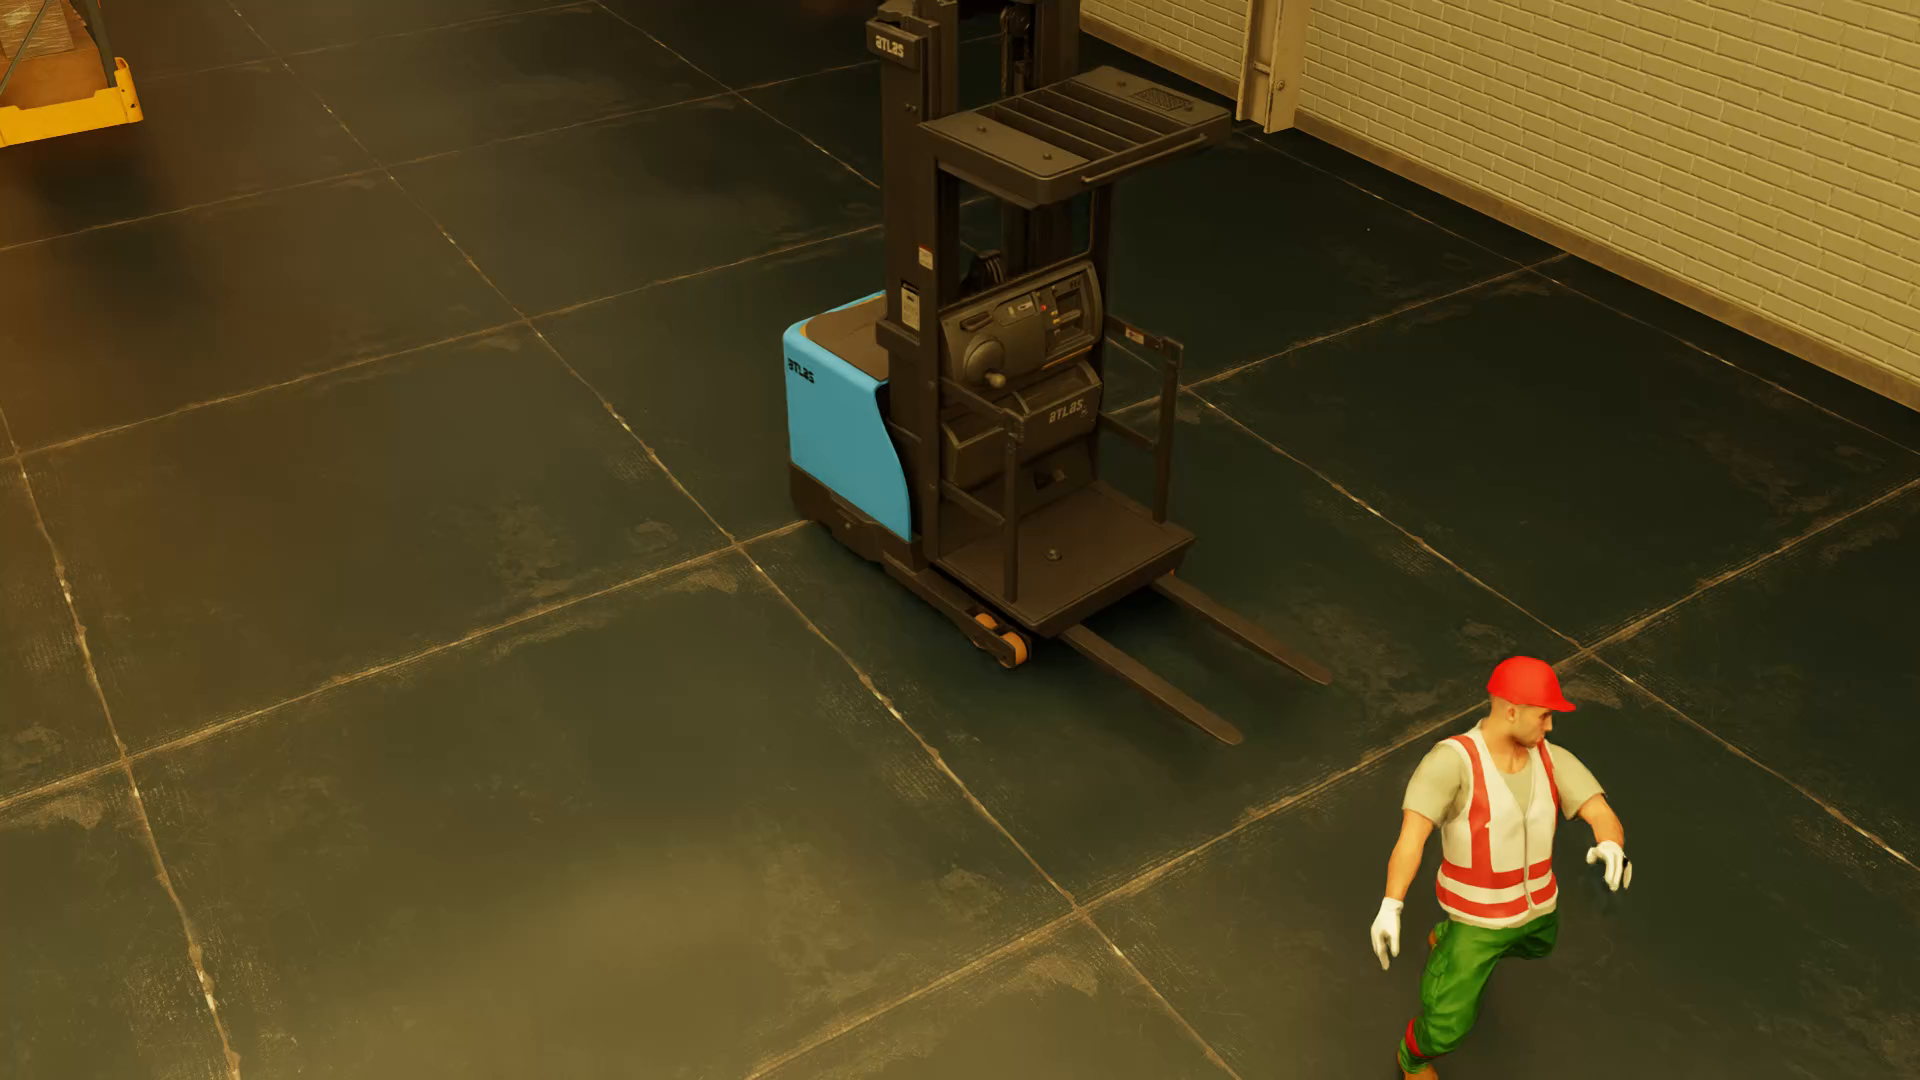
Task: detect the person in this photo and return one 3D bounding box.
[{"bbox_3d":[1.710,1.240,5.514,0.916,1.594,0.853,-19,39,-25],"label":"person"}]

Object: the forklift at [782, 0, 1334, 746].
[{"bbox_3d":[0.432,-0.927,7.467,1.130,2.935,3.031,-26,43,-32],"label":"forklift"}]
